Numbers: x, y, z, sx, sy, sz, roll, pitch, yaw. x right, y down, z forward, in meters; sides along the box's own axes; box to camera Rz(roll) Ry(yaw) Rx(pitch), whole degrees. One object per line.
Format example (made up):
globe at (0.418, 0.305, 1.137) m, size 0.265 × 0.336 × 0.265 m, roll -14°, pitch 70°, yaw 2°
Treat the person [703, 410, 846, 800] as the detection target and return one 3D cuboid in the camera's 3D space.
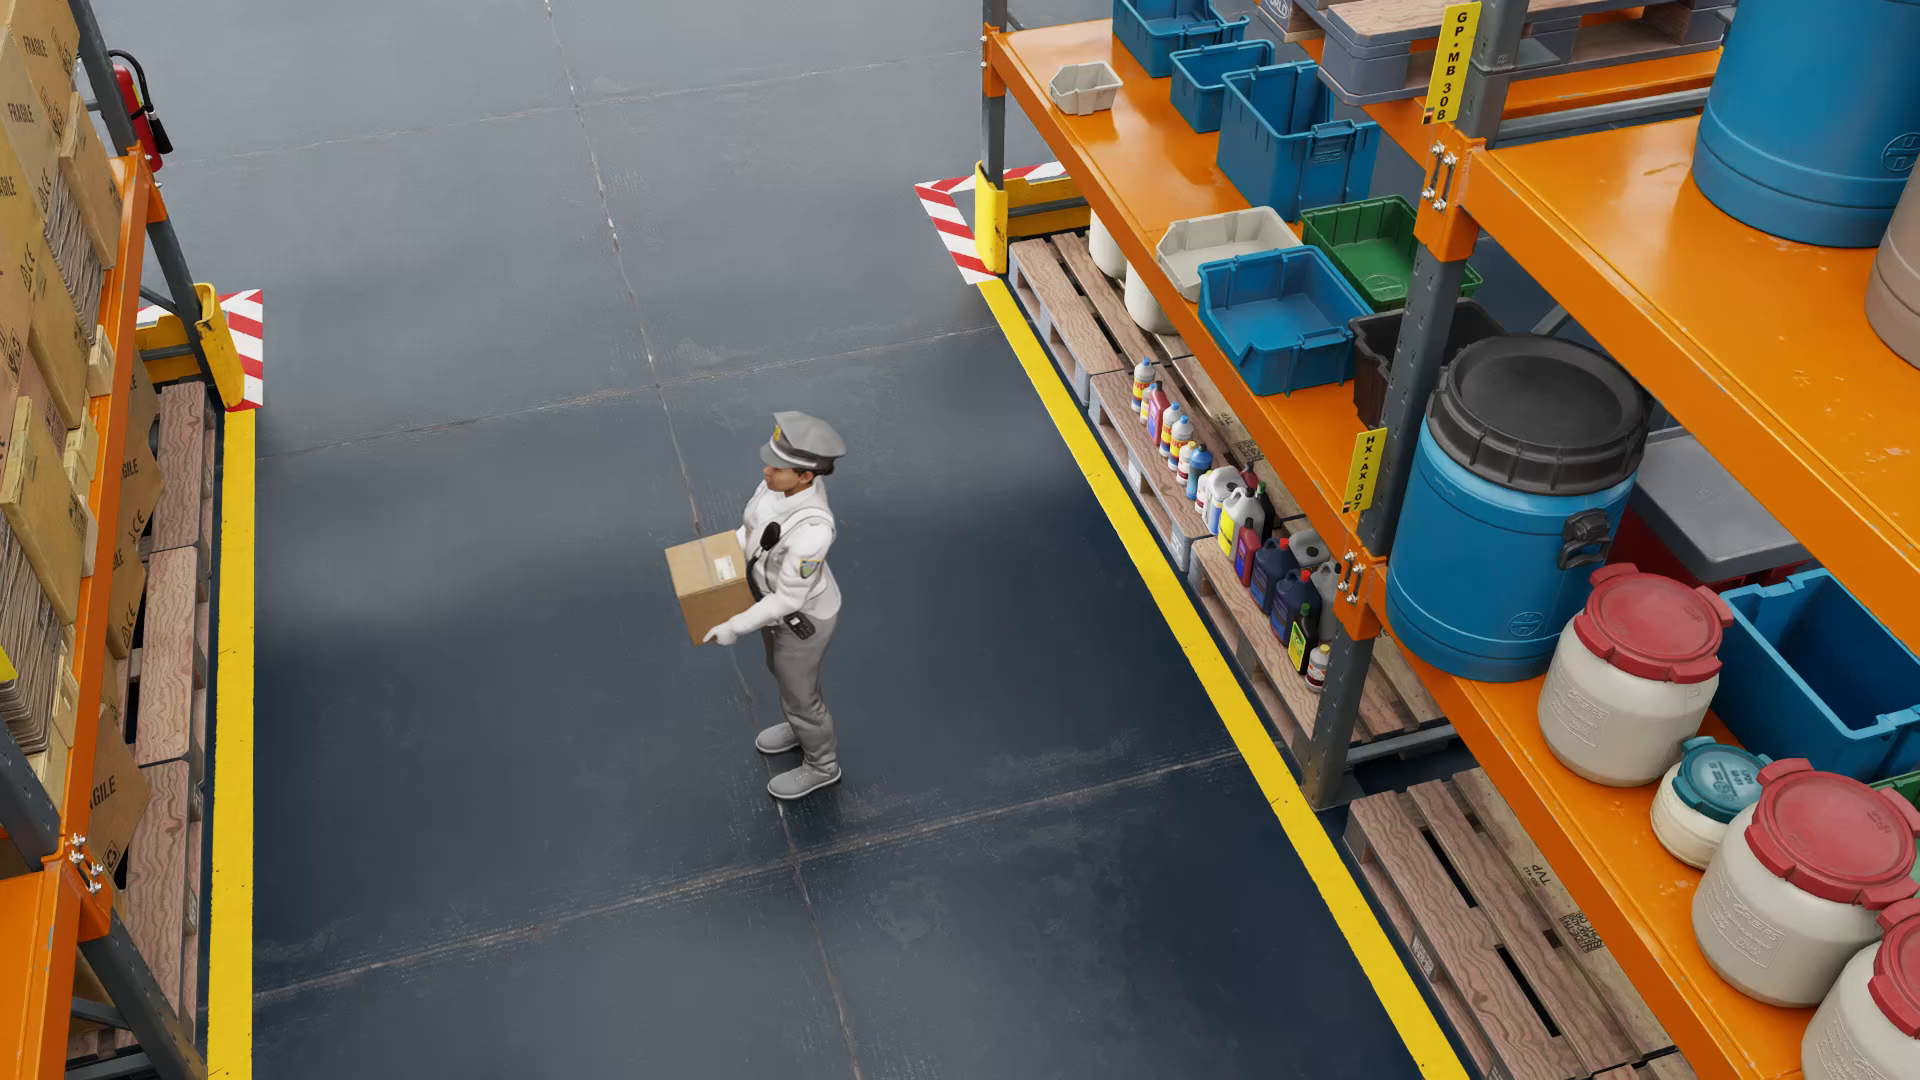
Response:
person at (-0.650, 0.251, 5.867) m, size 0.555 × 1.687 × 0.461 m, roll -12°, pitch 44°, yaw -13°
